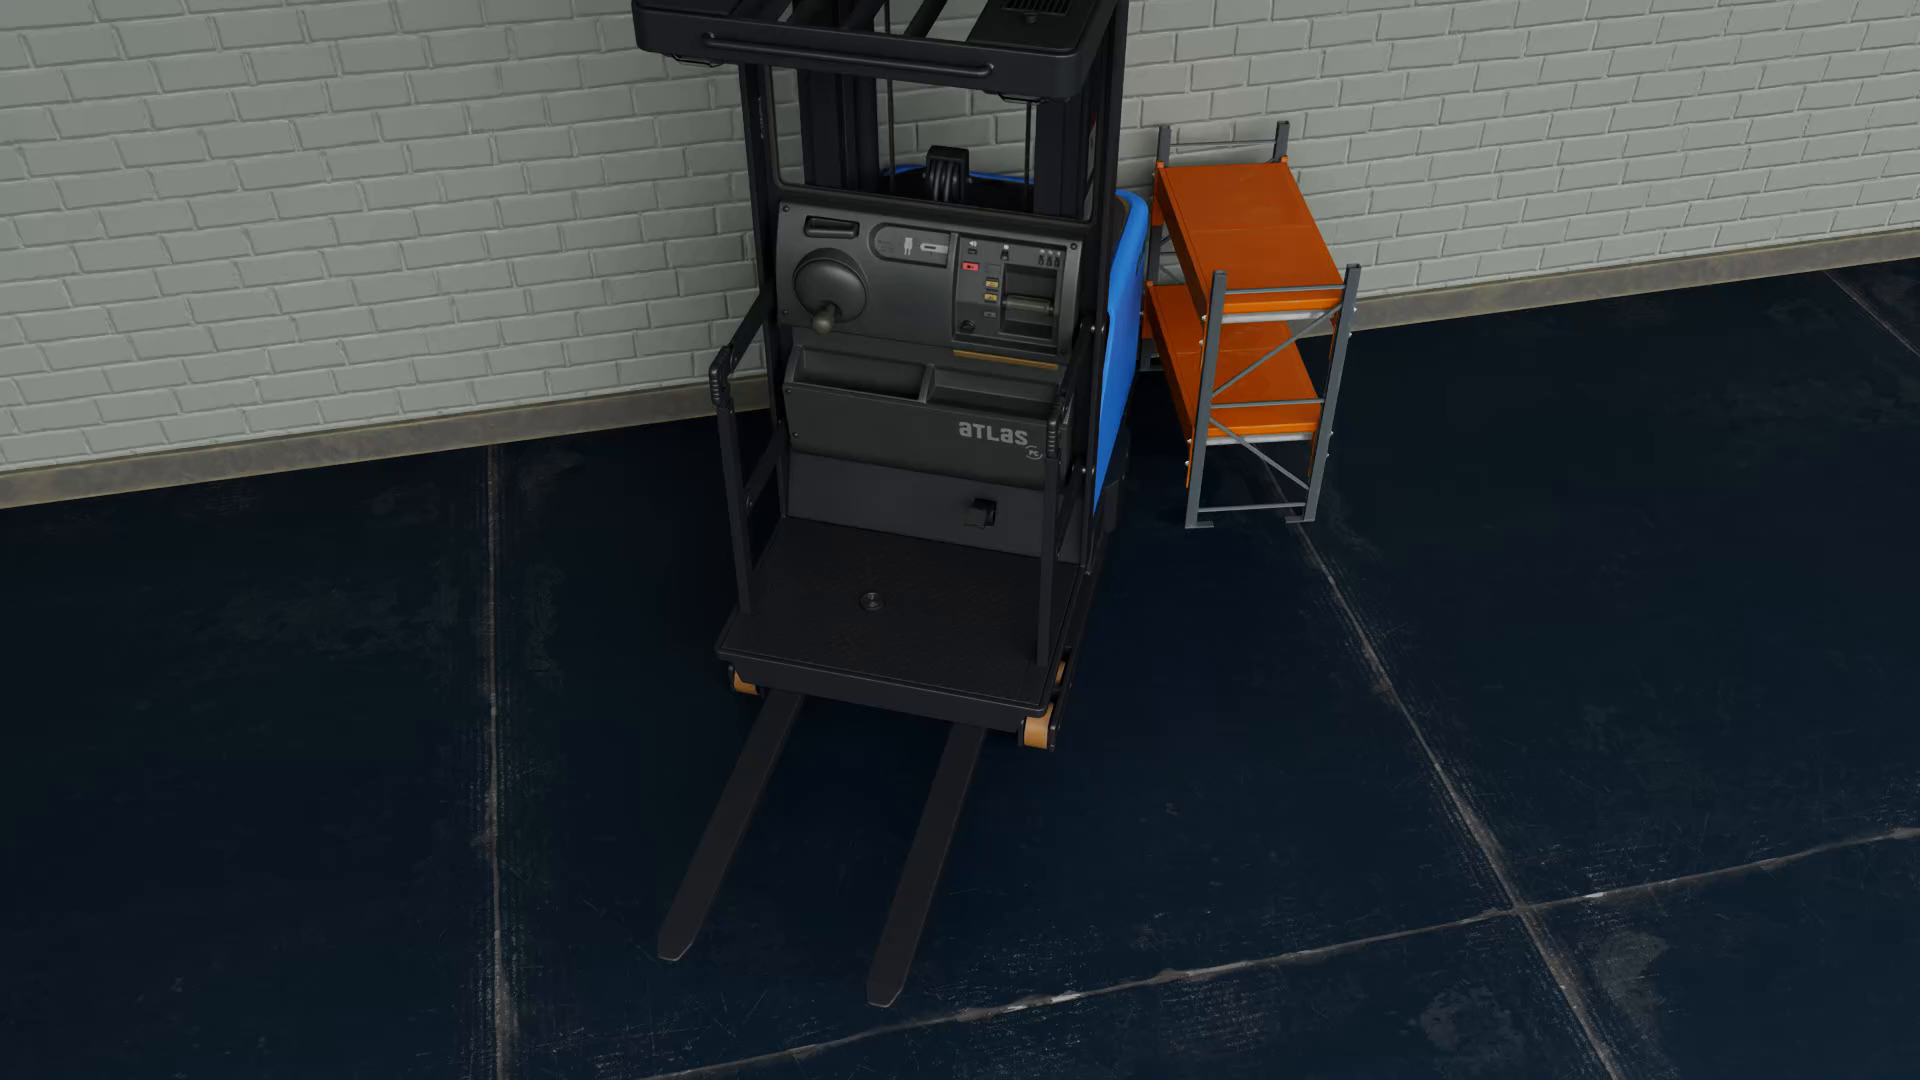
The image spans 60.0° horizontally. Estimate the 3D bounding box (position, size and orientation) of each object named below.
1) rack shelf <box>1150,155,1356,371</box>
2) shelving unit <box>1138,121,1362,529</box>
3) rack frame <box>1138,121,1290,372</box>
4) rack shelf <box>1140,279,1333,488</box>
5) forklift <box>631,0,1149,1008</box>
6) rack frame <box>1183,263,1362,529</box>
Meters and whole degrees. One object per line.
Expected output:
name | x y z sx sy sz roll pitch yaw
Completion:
rack shelf | 1.054 -1.043 6.136 0.538 0.278 1.000 -3 42 -4
shelving unit | 1.054 -0.824 6.331 0.538 1.125 1.048 -3 42 -4
rack frame | 1.009 -1.160 6.709 0.500 1.125 0.032 -3 42 -4
rack shelf | 1.054 -0.641 6.493 0.538 0.278 1.000 -3 42 -4
forklift | -0.151 -0.695 4.825 1.130 2.935 3.031 9 42 10
rack frame | 1.099 -0.487 5.952 0.500 1.125 0.032 -3 42 -4
